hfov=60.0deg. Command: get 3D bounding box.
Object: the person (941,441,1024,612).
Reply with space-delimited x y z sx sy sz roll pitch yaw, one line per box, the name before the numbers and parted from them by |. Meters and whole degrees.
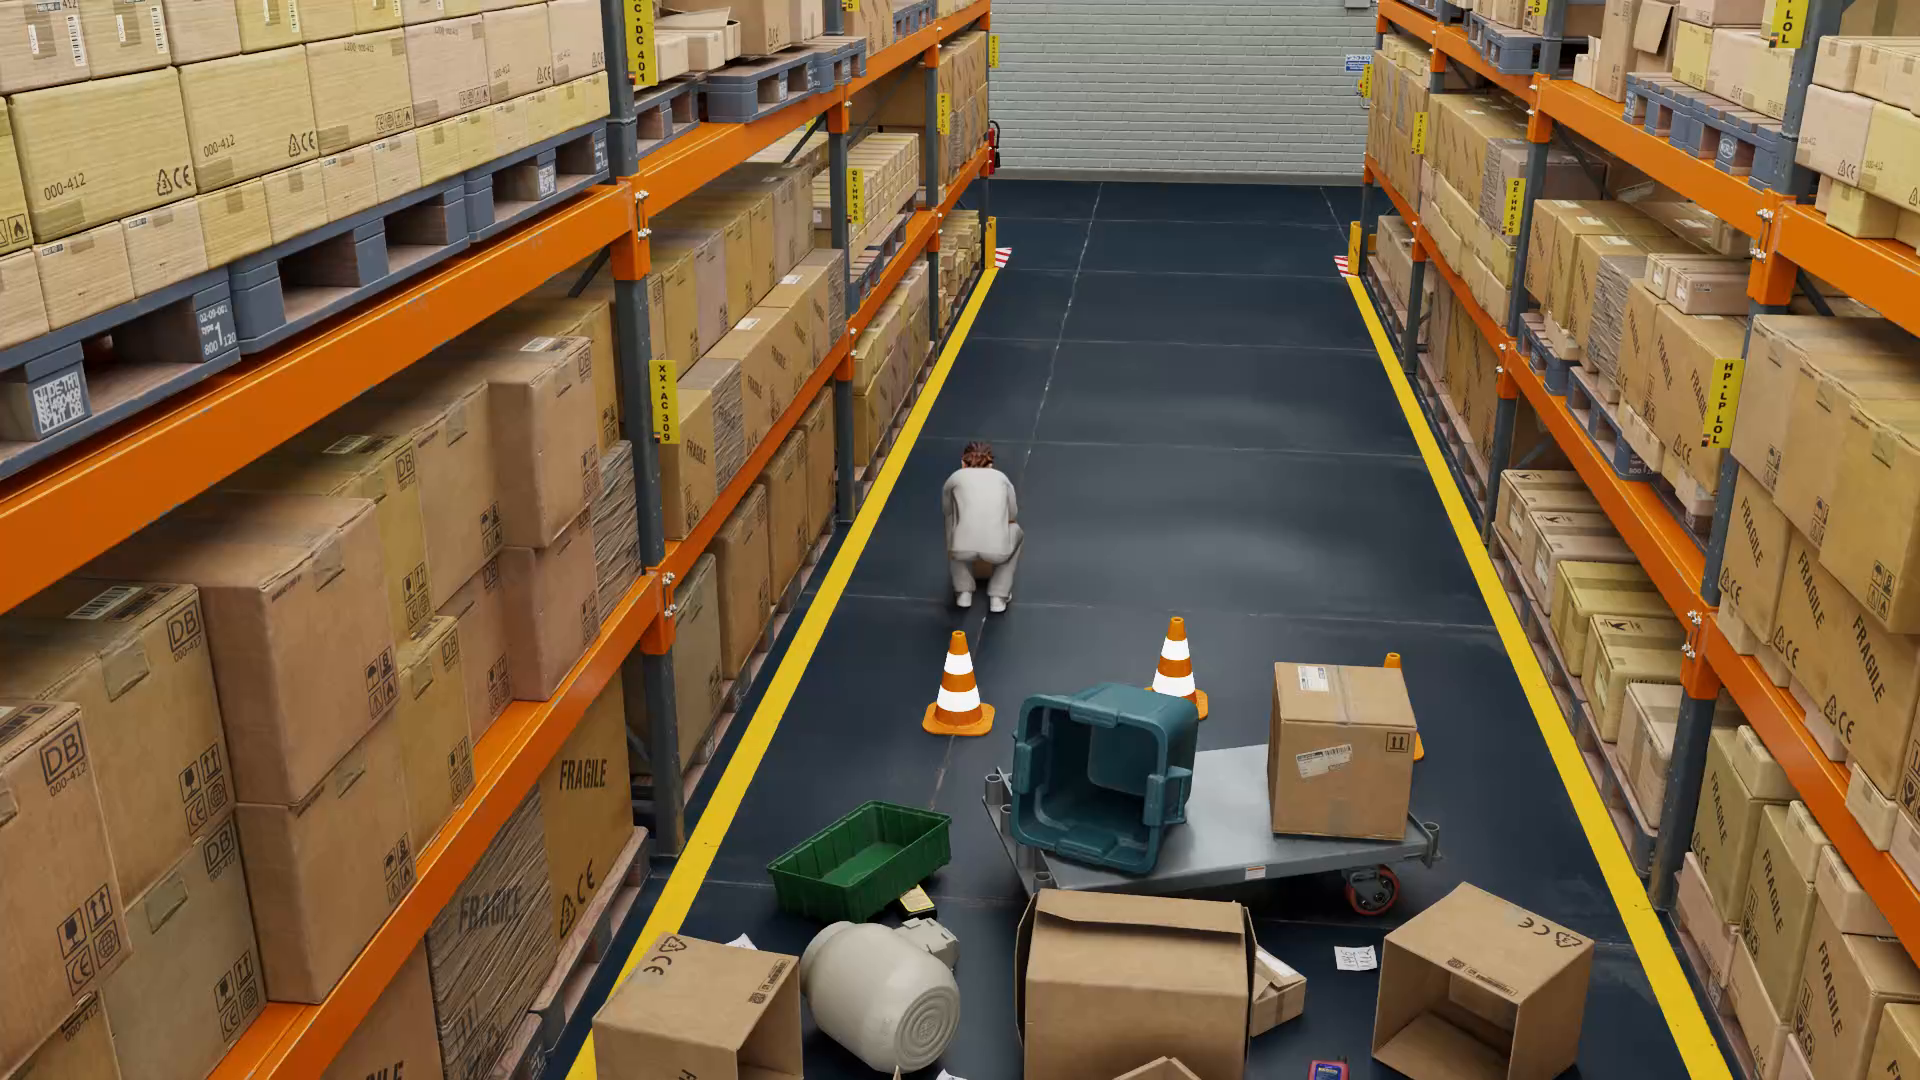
person | 0.118 -0.072 9.454 0.481 0.824 0.800 2 21 6
